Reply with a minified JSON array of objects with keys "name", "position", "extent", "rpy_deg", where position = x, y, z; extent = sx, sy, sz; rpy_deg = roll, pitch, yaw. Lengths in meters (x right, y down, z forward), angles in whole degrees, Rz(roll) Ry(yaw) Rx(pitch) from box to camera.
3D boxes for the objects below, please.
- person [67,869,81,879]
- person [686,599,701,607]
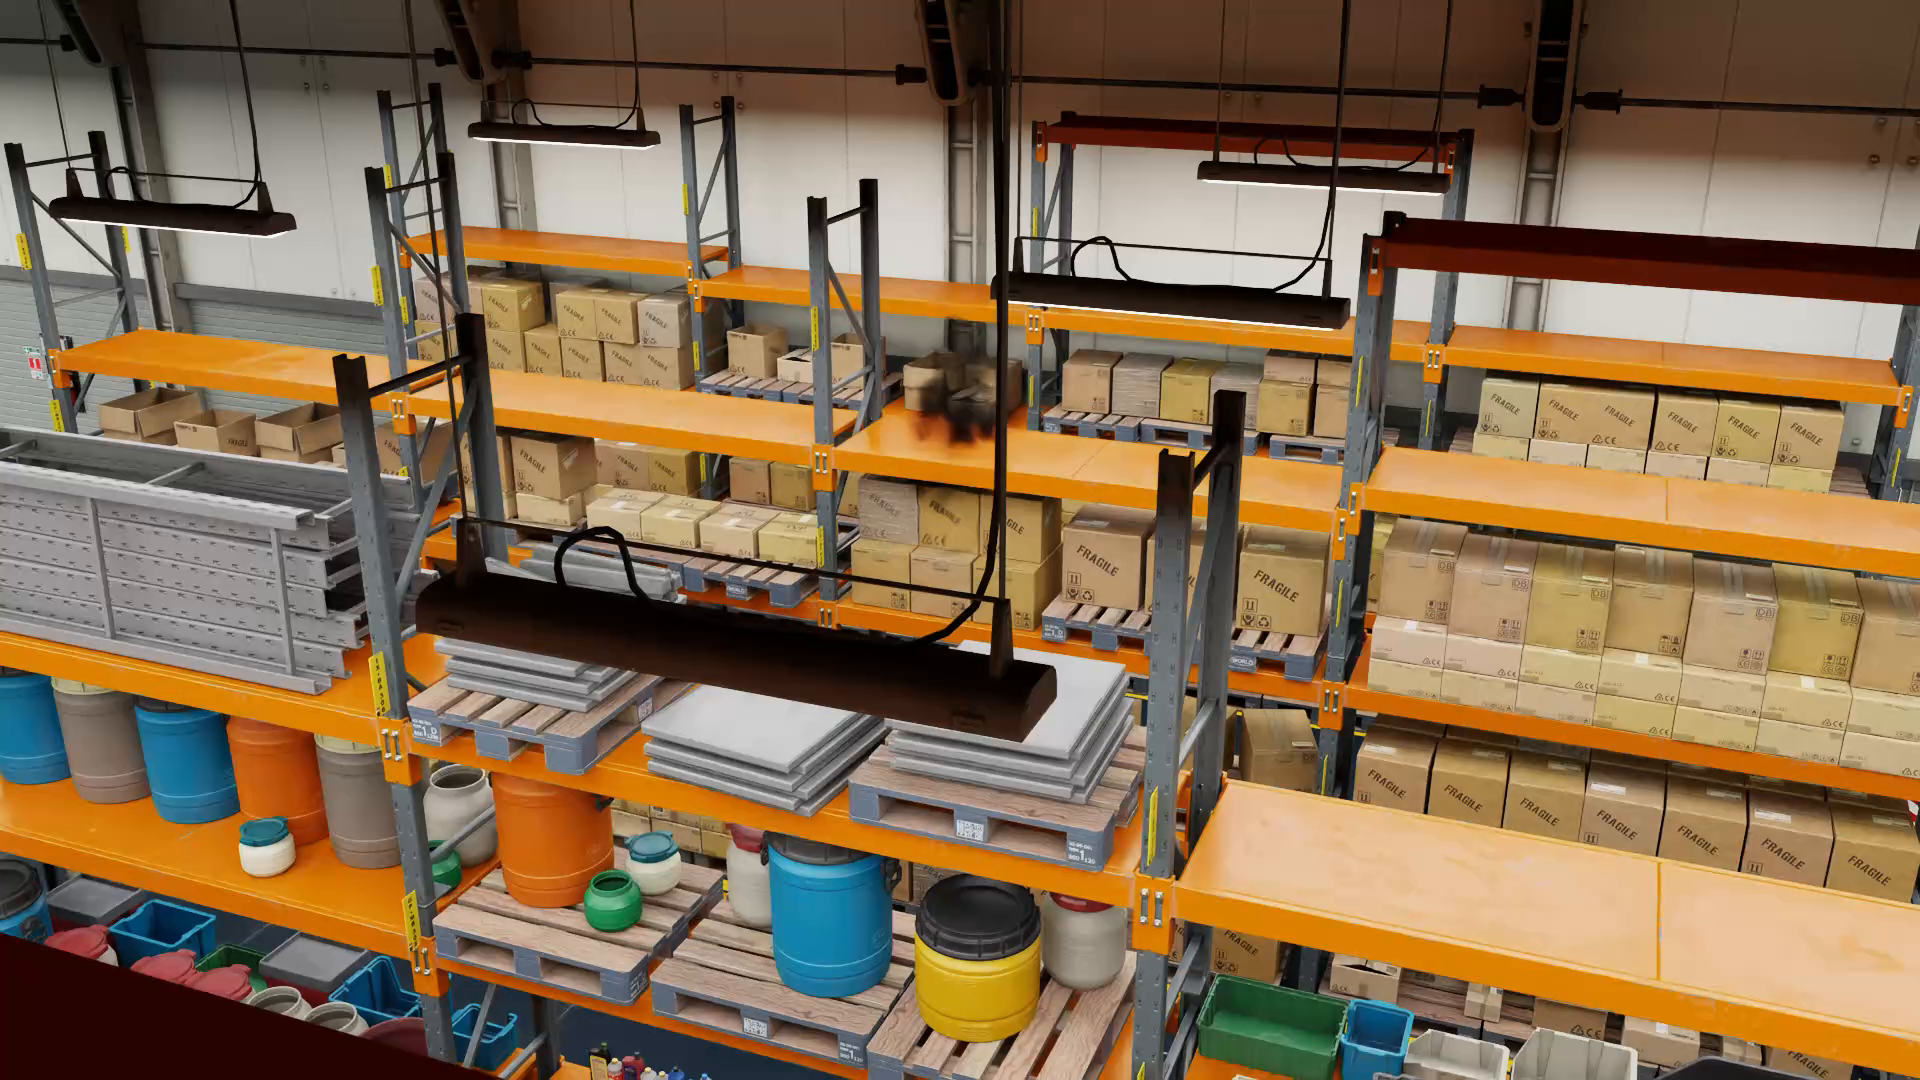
[{"name":"person","position":[-7.287,2.443,13.476],"extent":[0.704,1.786,0.655],"rpy_deg":[7,22,17]},{"name":"person","position":[-2.768,1.236,16.770],"extent":[0.495,1.553,0.503],"rpy_deg":[7,22,17]}]
